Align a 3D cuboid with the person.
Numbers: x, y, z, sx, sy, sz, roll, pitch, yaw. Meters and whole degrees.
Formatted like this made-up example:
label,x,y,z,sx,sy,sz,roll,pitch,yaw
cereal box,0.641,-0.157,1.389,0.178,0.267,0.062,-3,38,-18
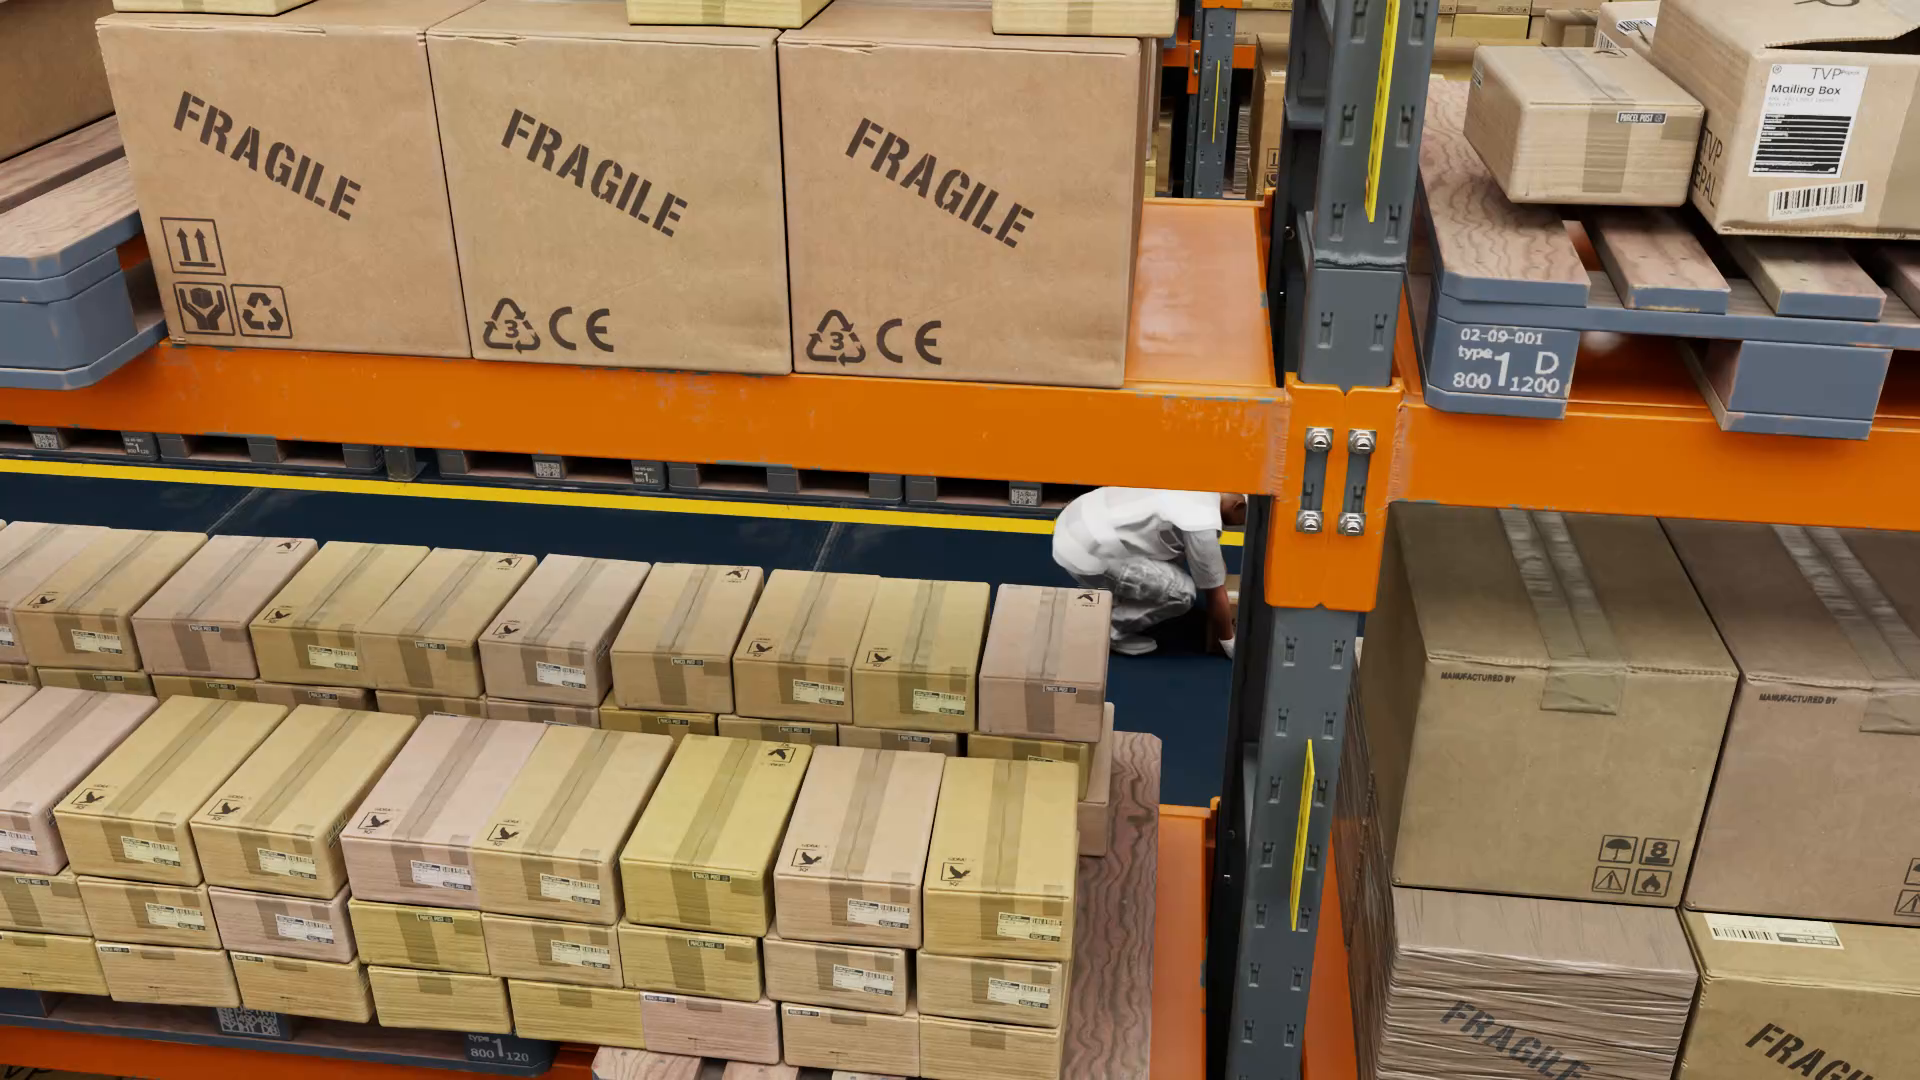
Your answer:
label,x,y,z,sx,sy,sz,roll,pitch,yaw
person,0.870,0.005,7.015,0.985,0.925,0.528,2,28,4
